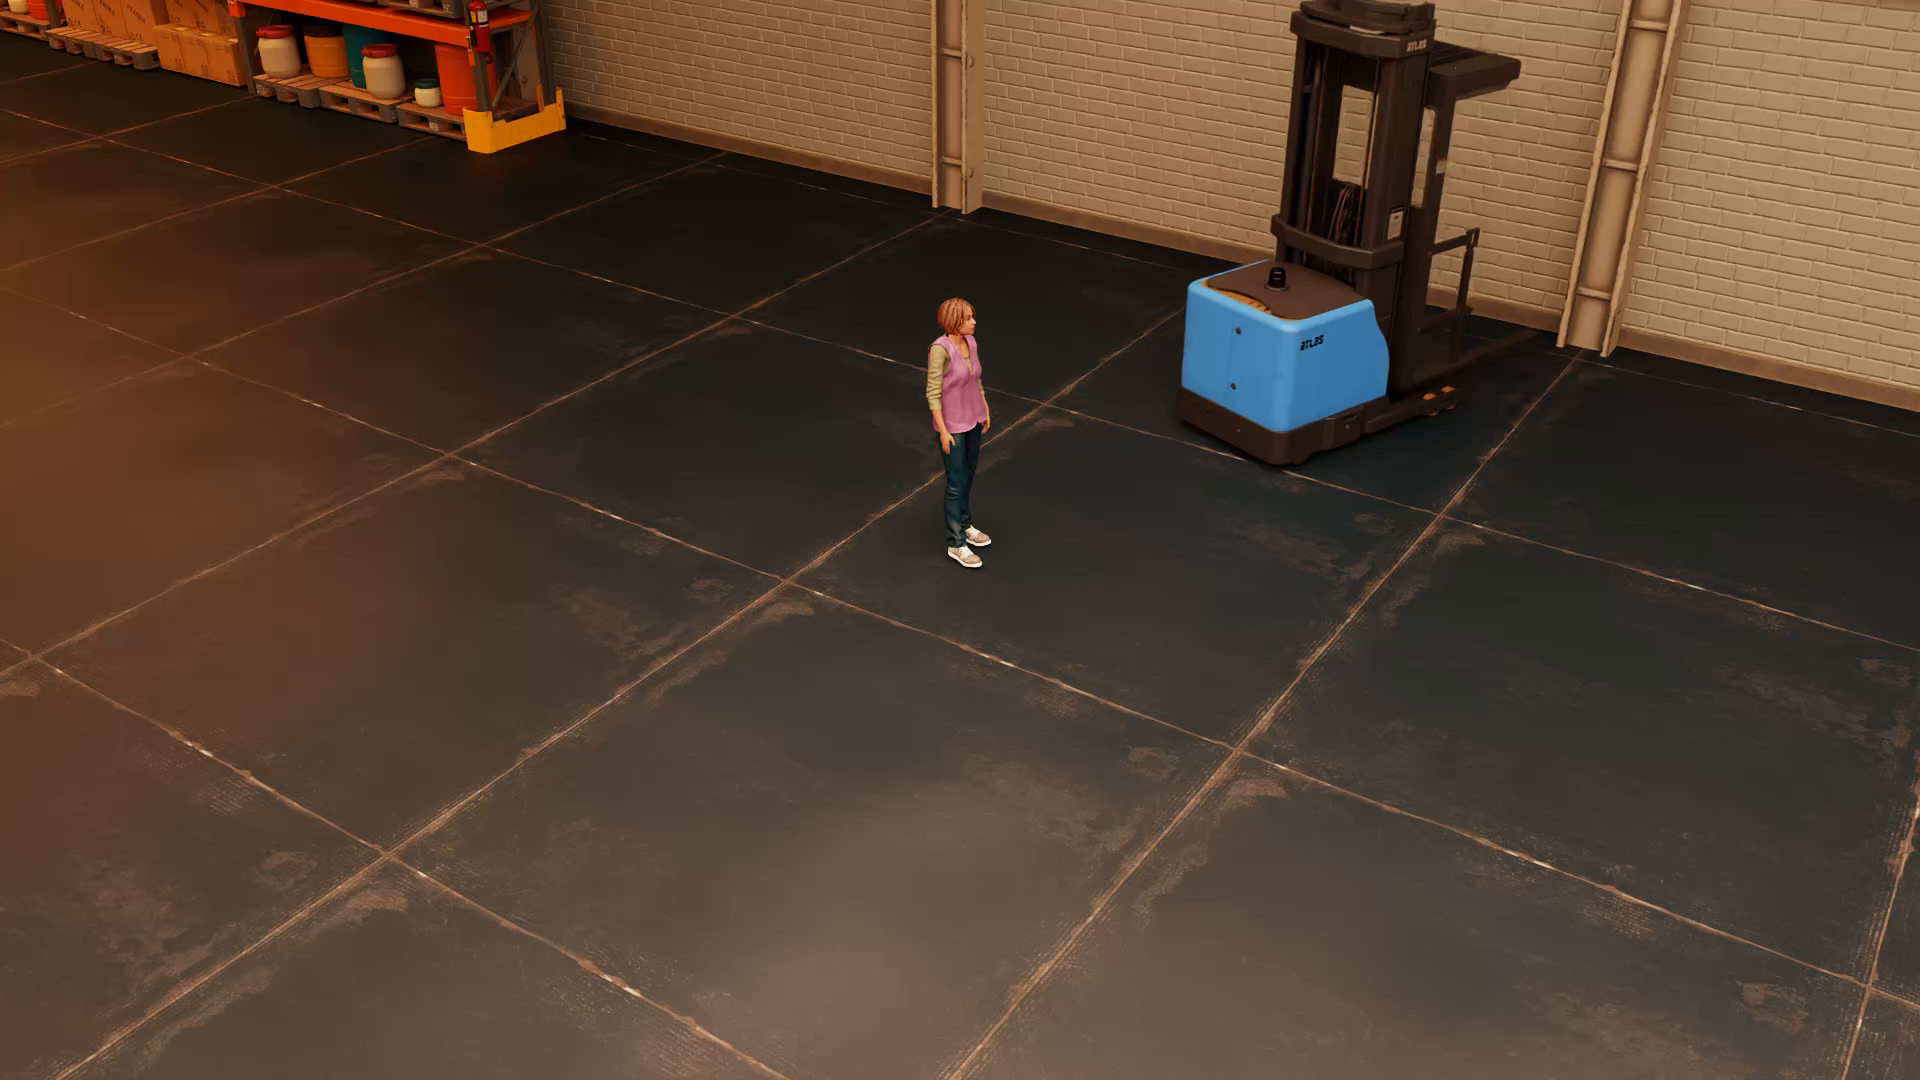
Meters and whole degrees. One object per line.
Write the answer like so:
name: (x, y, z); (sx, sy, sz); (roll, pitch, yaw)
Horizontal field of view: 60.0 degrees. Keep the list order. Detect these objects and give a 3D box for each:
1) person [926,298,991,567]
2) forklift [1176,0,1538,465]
person: (0.054, -0.670, 10.049); (0.473, 1.599, 0.520); (19, 35, 29)
forklift: (3.038, -2.356, 11.638); (3.031, 2.935, 1.130); (-20, 36, -31)
